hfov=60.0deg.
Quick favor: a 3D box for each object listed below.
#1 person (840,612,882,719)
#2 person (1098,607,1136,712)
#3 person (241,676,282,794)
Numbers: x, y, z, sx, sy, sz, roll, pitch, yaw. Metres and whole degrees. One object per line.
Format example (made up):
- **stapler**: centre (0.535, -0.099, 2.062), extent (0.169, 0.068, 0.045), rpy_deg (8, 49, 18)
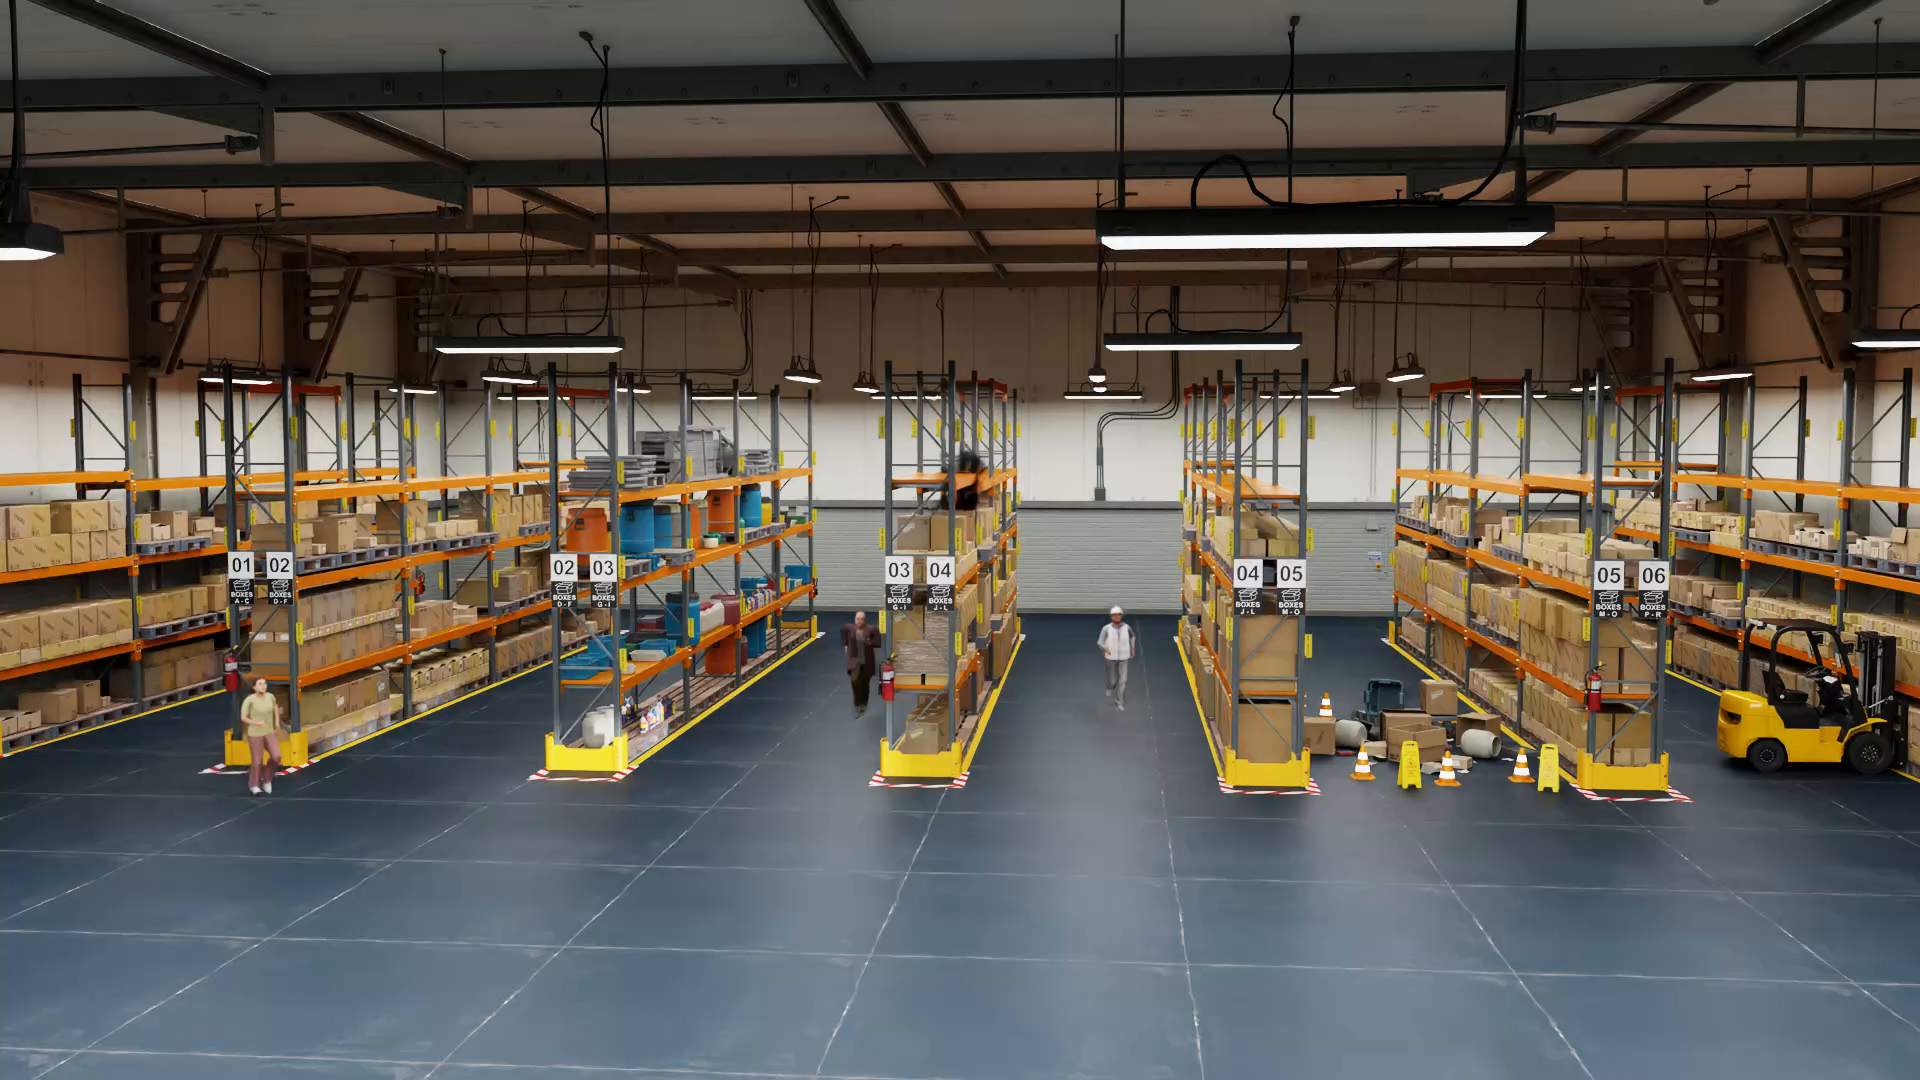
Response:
- **person**: centre (-1.641, 2.060, 27.525), extent (0.693, 1.790, 0.967), rpy_deg (0, 4, -2)
- **person**: centre (2.672, 1.998, 28.131), extent (0.677, 1.740, 0.896), rpy_deg (0, 4, -5)
- **person**: centre (-9.551, 2.676, 22.794), extent (0.621, 1.653, 0.607), rpy_deg (3, 5, 40)
